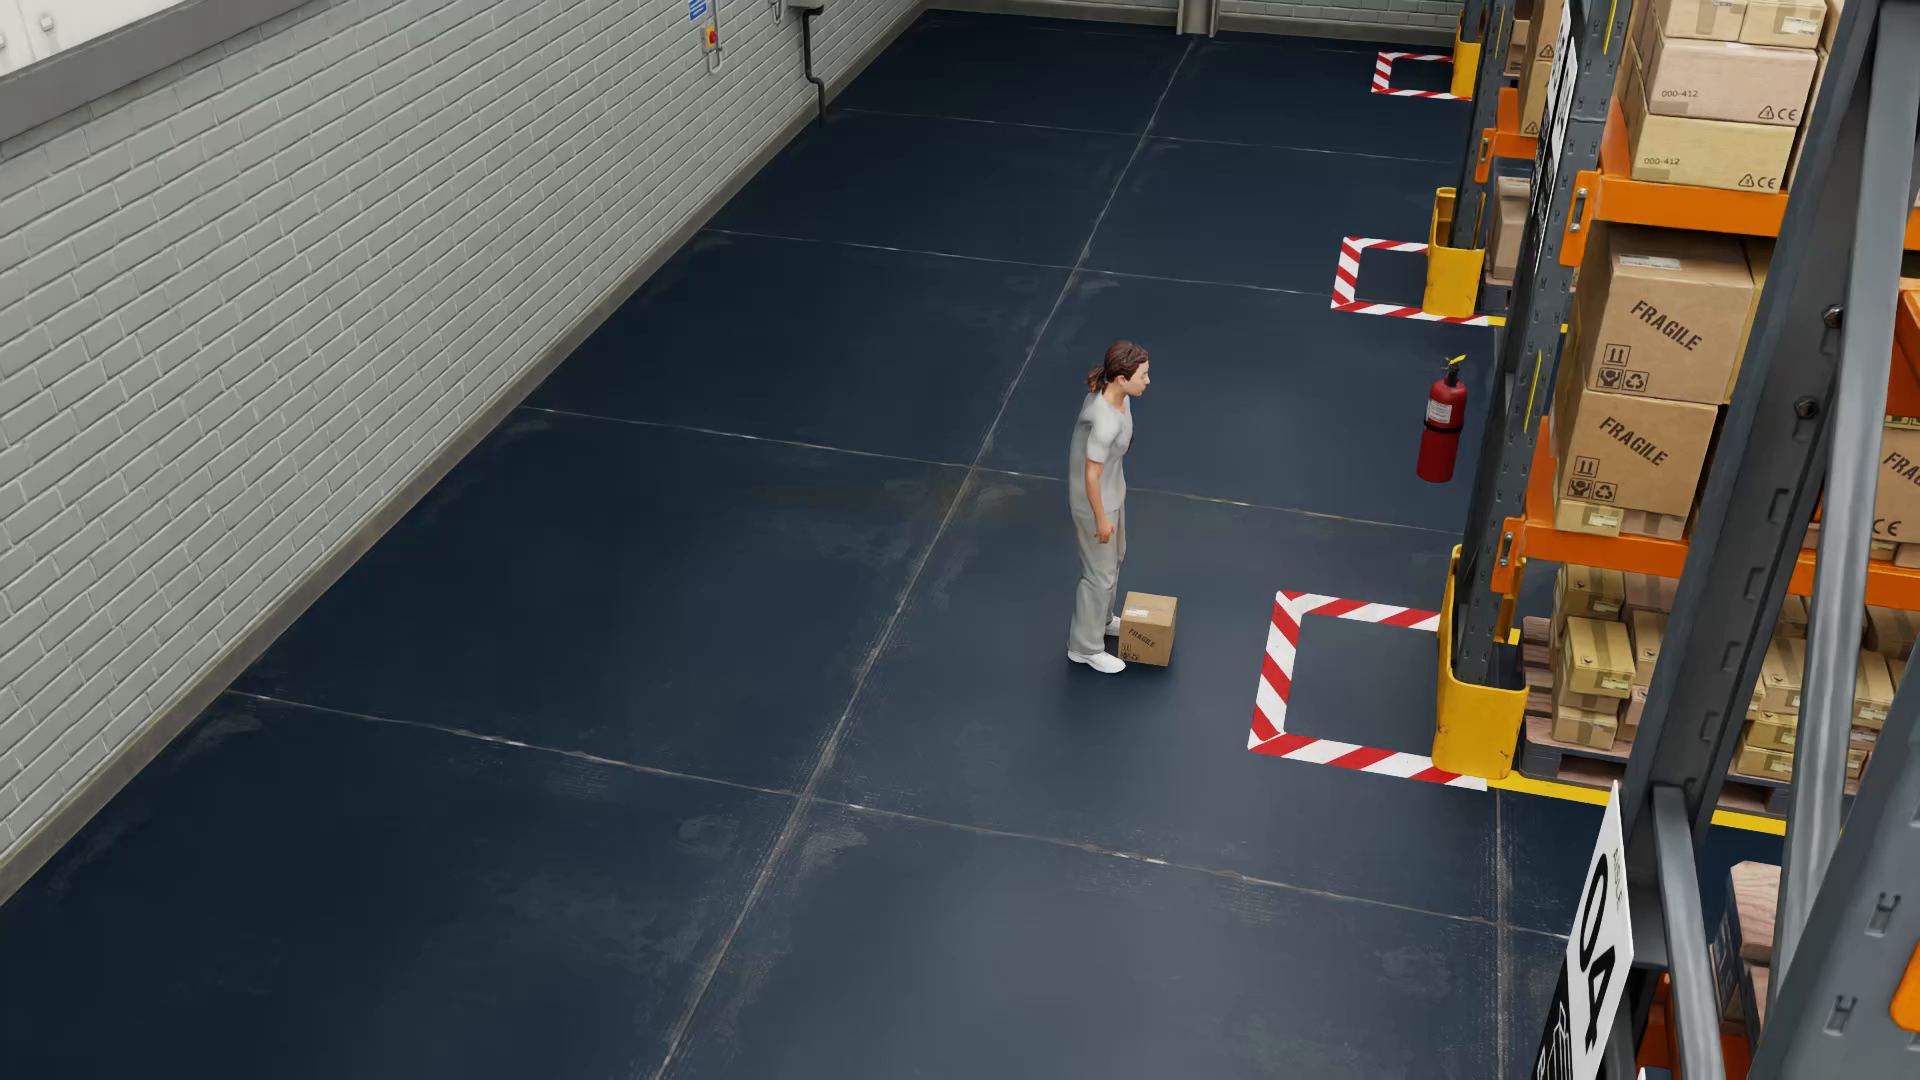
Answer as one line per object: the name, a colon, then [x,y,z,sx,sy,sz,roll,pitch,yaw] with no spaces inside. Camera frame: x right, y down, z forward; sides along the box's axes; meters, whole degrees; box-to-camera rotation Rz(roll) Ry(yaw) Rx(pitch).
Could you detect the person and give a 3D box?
person: [0.693,-0.184,7.941,0.352,1.673,0.494,8,34,12]
